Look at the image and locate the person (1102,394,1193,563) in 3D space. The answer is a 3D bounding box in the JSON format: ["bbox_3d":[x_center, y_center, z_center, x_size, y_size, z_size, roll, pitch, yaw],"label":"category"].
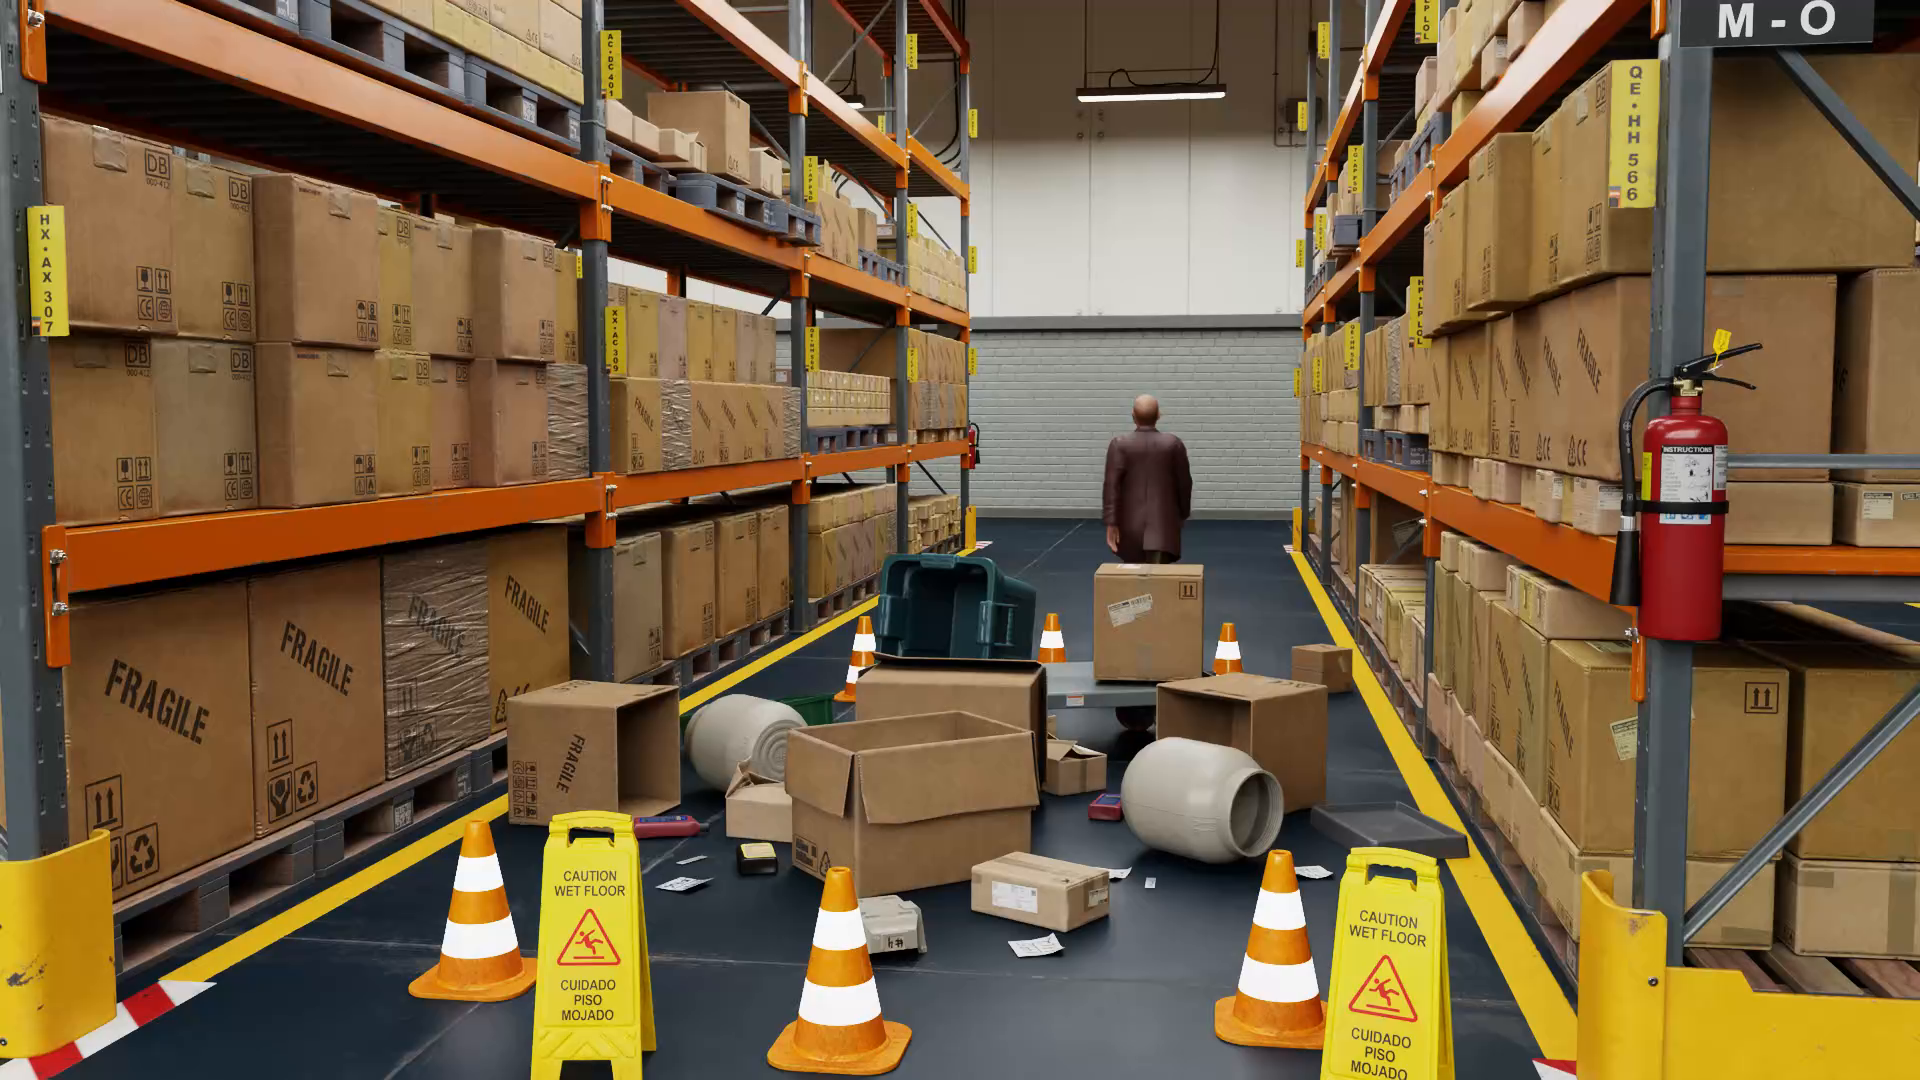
[{"bbox_3d":[1.279,-0.125,11.269,0.587,1.720,1.161,1,4,12],"label":"person"}]
